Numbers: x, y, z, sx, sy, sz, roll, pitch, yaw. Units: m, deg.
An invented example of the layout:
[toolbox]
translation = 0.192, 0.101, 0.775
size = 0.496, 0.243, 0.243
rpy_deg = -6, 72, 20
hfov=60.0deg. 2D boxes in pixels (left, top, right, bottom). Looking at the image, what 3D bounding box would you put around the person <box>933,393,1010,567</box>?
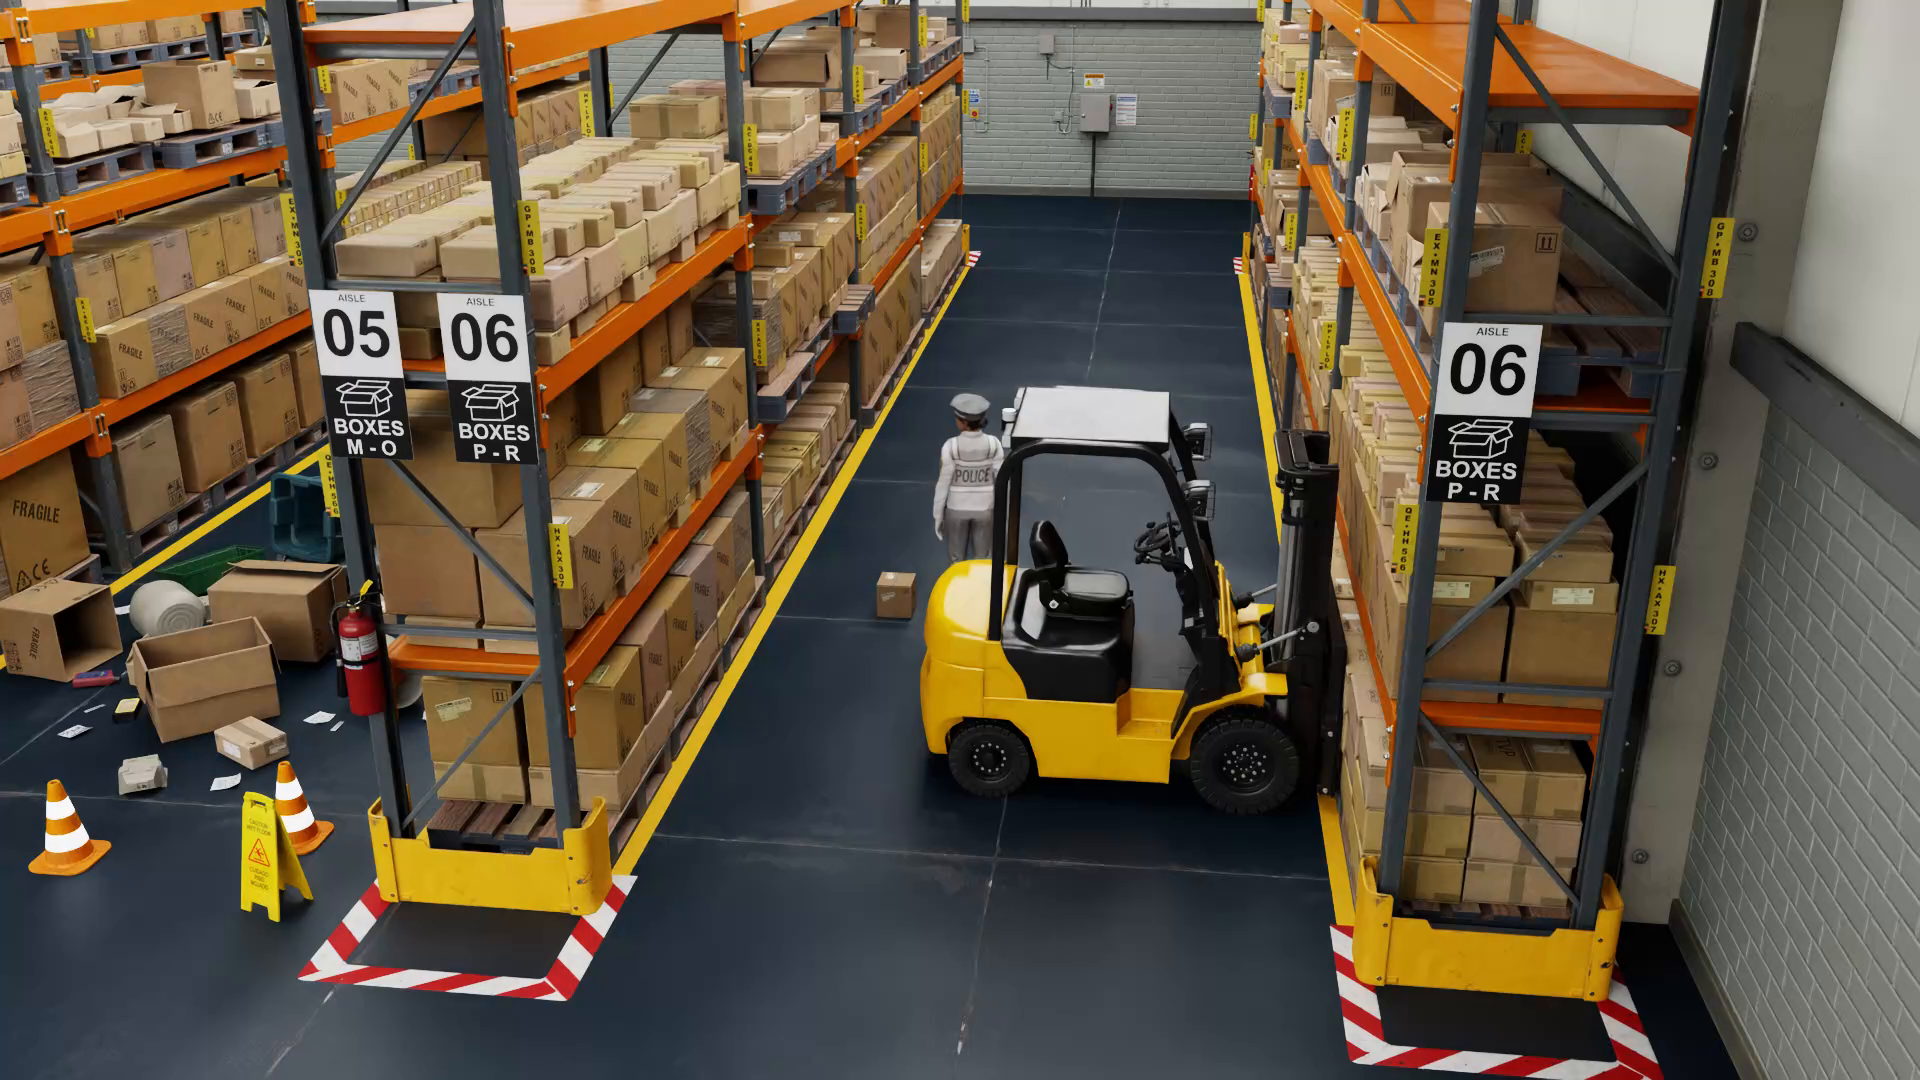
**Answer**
[person]
translation = 0.076, -0.173, 11.469
size = 0.543, 1.680, 0.397
rpy_deg = -3, 21, -7
